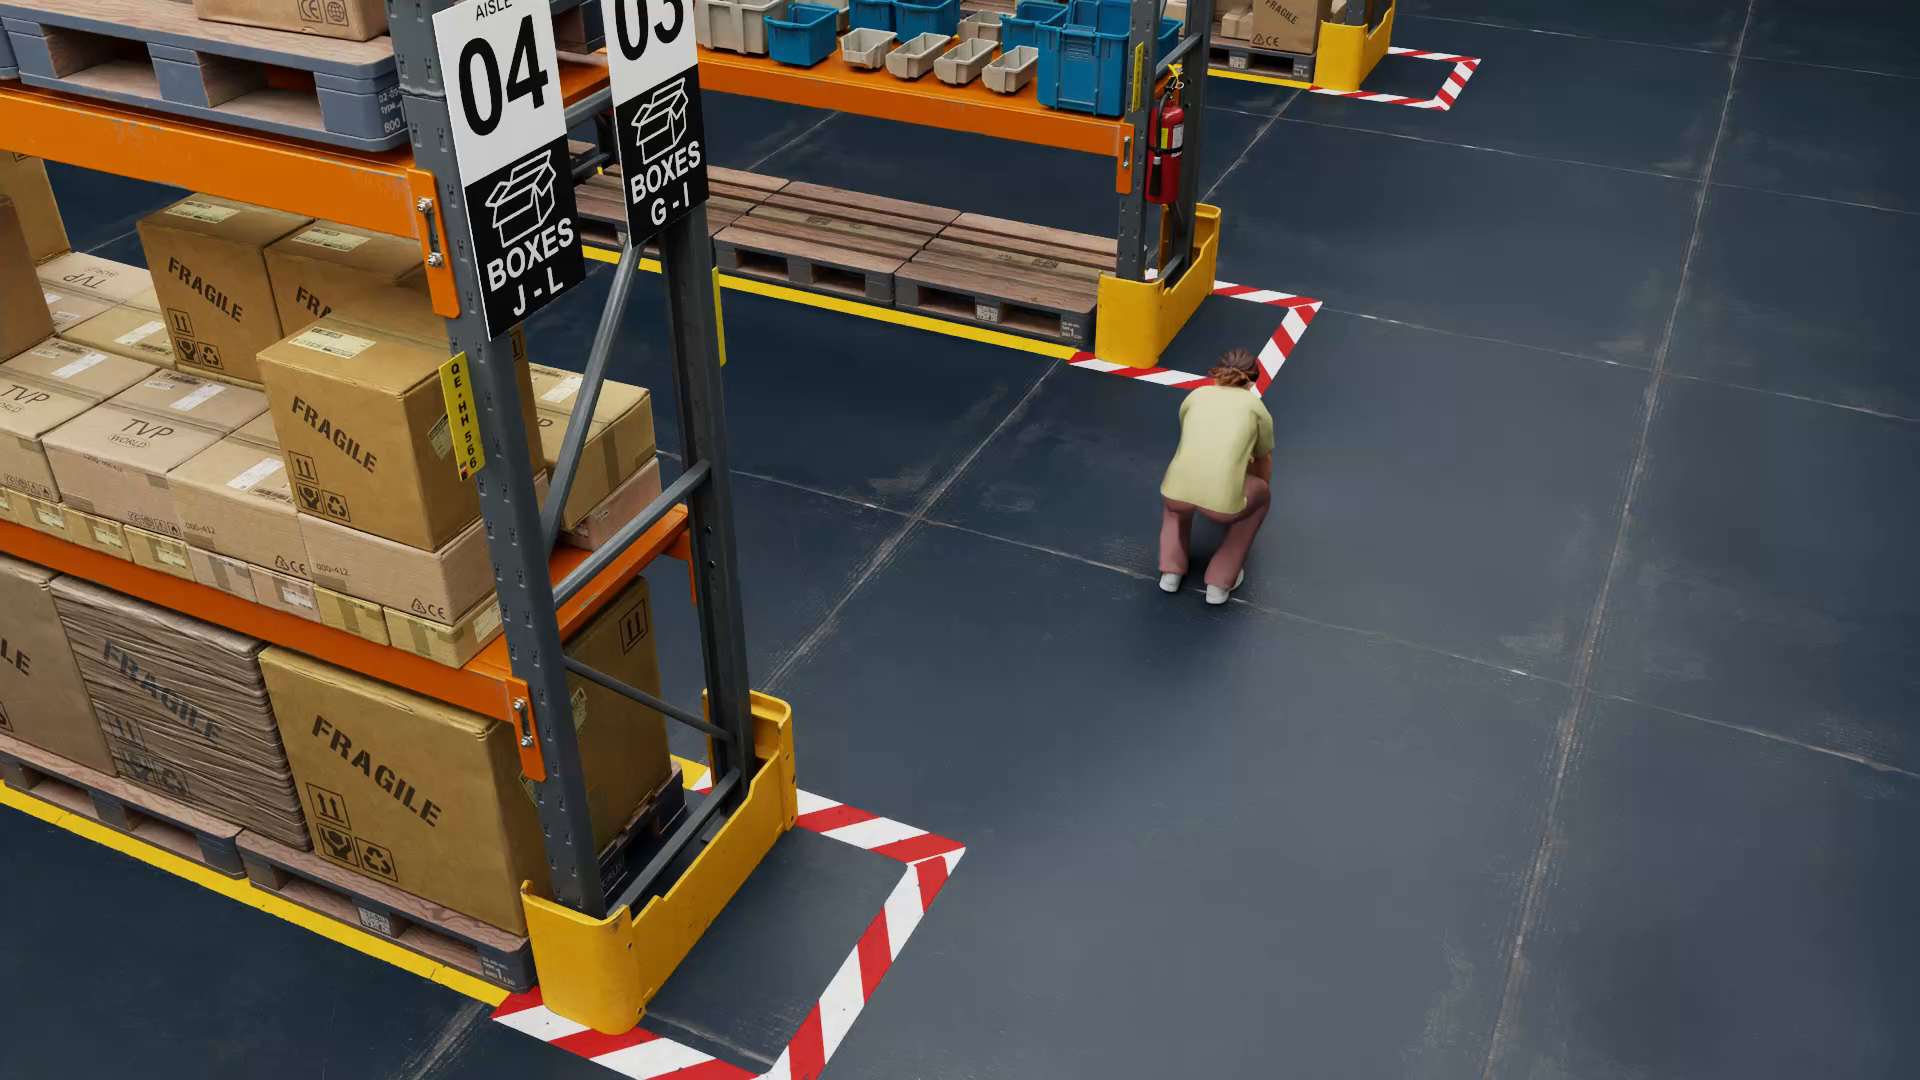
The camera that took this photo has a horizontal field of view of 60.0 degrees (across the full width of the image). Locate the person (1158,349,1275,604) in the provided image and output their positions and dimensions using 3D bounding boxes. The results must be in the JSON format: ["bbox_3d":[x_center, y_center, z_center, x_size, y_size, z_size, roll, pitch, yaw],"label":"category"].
[{"bbox_3d":[1.114,-0.271,7.220,0.466,0.930,0.832,13,36,19],"label":"person"}]
